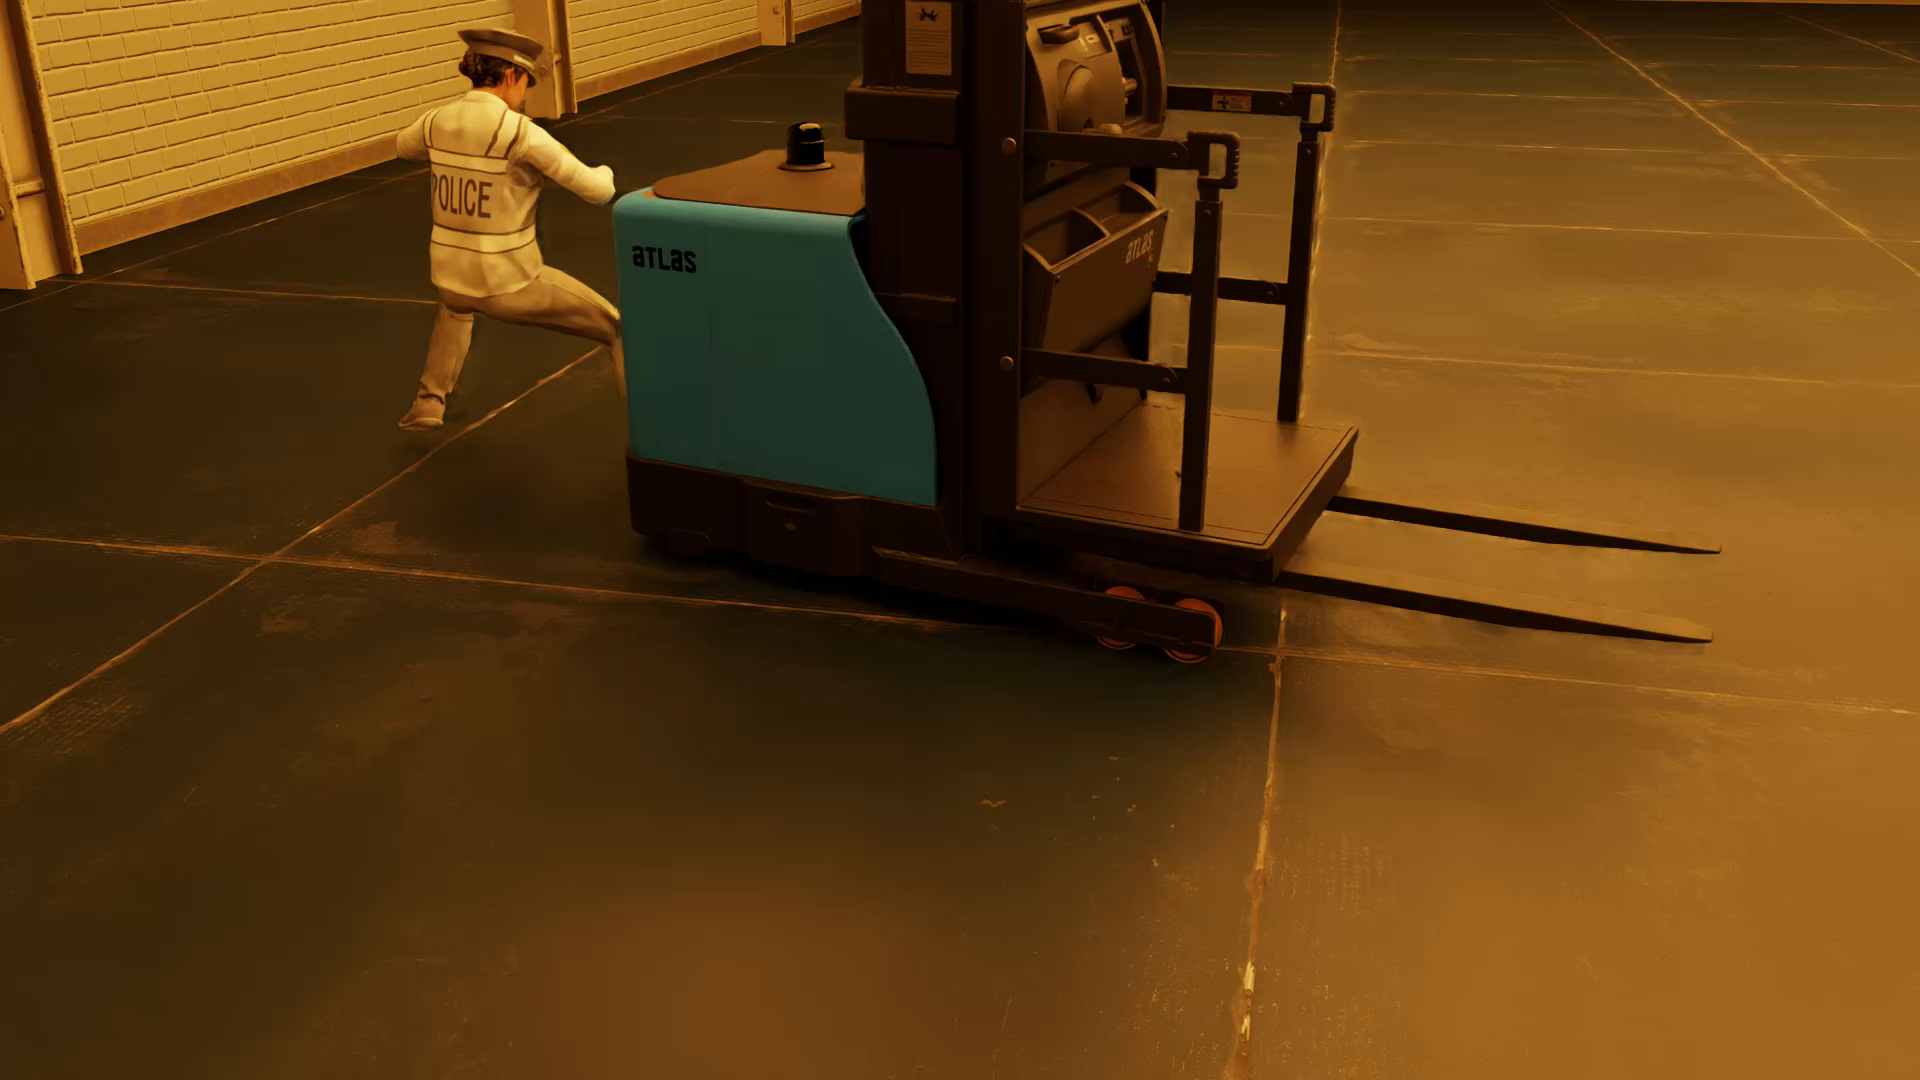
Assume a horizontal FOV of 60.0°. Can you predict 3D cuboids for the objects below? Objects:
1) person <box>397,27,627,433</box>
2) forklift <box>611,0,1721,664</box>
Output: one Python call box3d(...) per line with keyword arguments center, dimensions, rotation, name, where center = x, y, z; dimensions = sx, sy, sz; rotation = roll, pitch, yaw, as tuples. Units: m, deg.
box3d(center=(-1.467, -0.974, 5.540), dimensions=(1.092, 1.424, 0.654), rotation=(11, 25, 25), name="person")
box3d(center=(0.556, -1.262, 4.363), dimensions=(3.031, 2.935, 1.130), rotation=(10, 24, 23), name="forklift")
